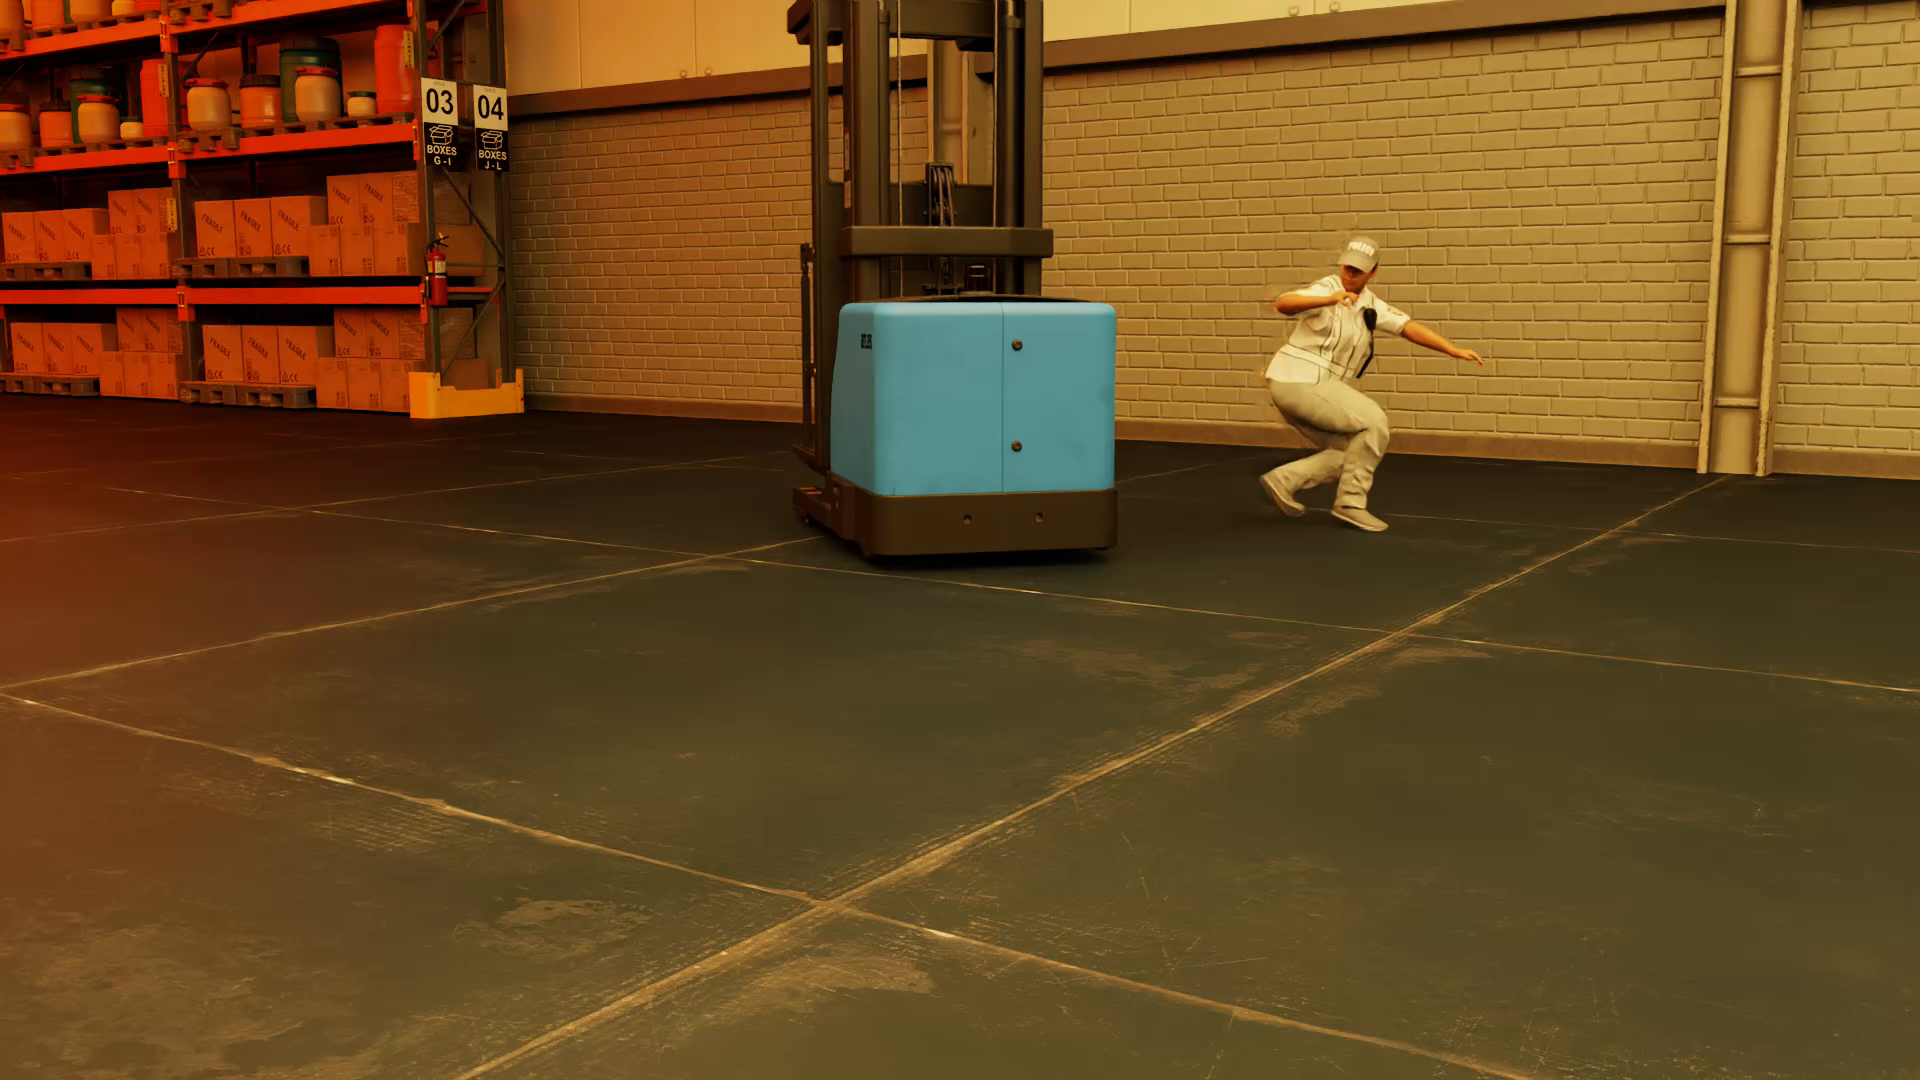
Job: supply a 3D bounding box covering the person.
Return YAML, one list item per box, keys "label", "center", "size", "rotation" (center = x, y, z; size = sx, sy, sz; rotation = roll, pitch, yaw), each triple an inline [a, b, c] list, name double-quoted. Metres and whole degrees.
- label: "person"
  center: [1.927, -0.740, 7.936]
  size: [1.027, 1.401, 0.738]
  rotation: [4, 9, 27]

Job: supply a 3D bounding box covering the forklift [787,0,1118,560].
- label: "forklift"
  center: [-0.214, -1.538, 8.011]
  size: [1.130, 2.935, 3.031]
  rotation: [-2, 8, -15]
